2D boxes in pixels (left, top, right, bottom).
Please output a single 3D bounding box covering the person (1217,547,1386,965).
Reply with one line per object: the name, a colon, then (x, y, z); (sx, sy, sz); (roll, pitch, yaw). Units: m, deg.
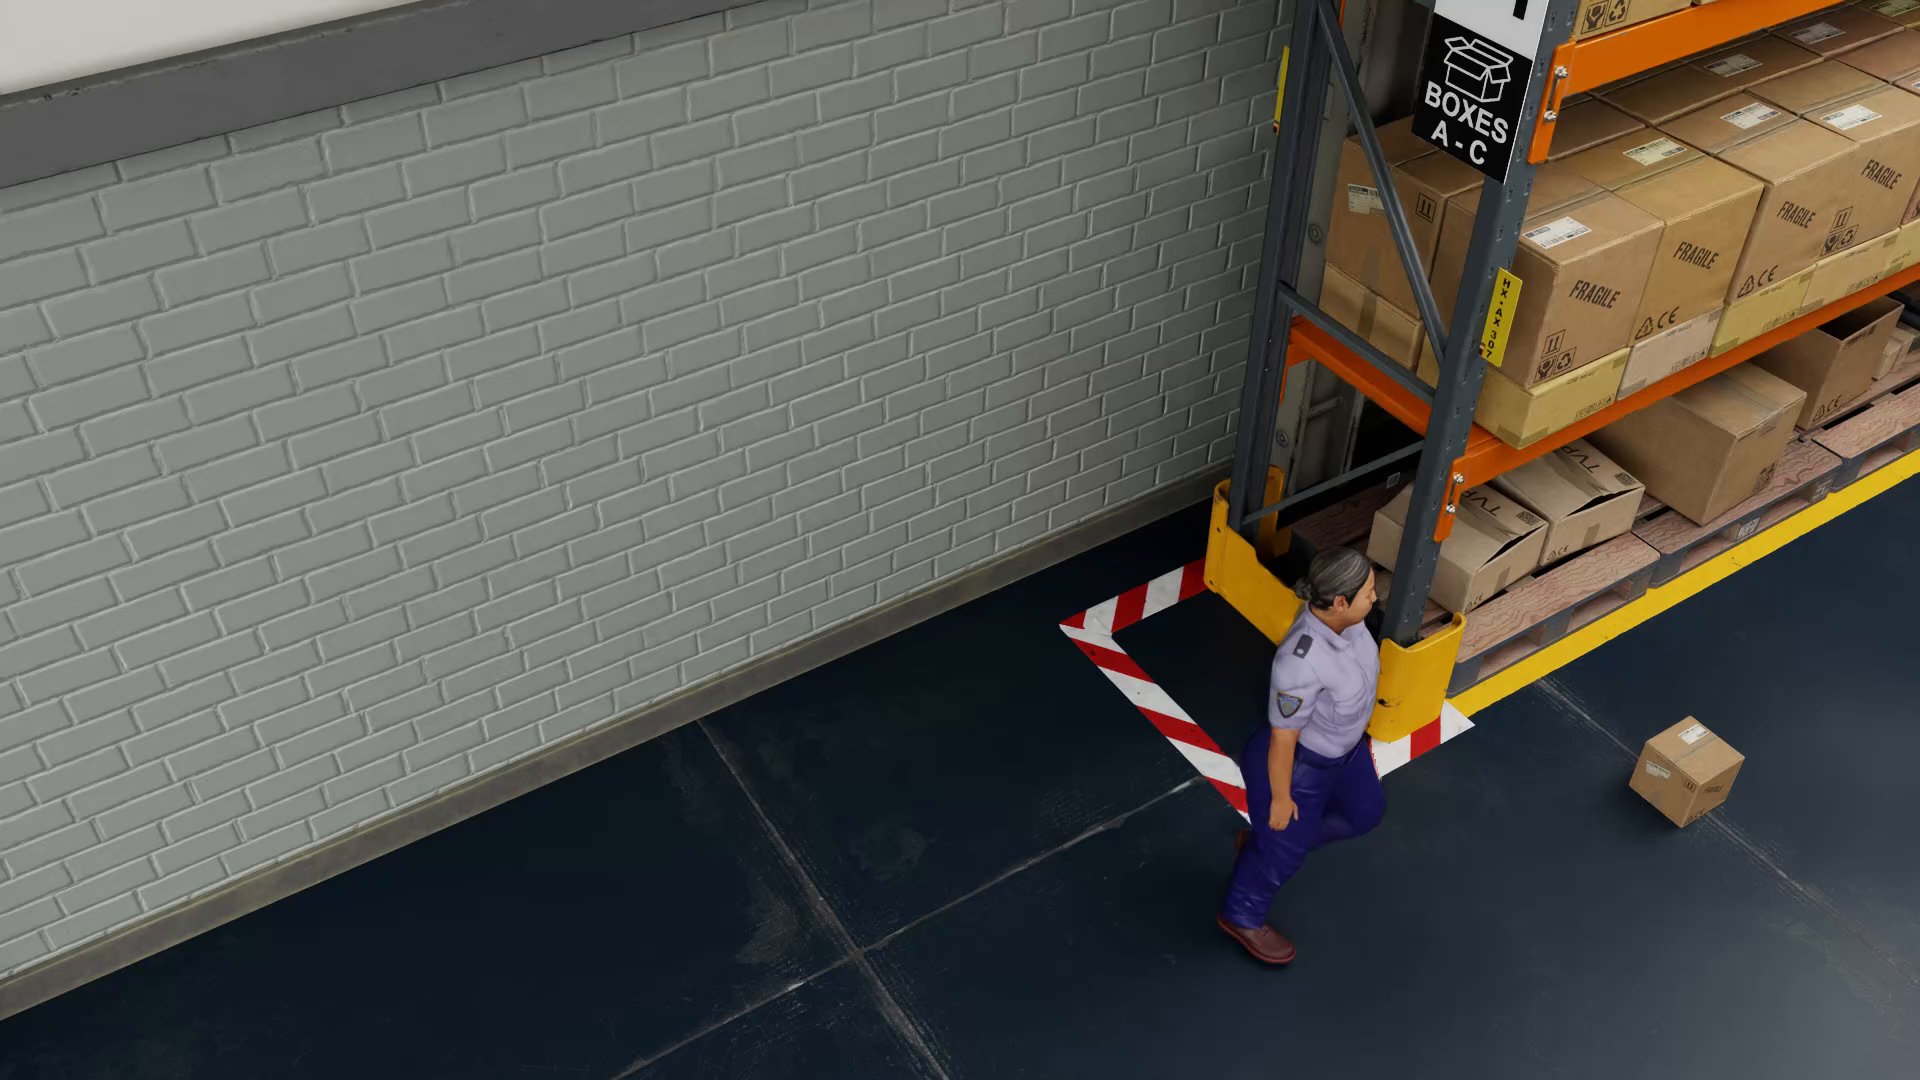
person: (1.152, 0.698, 5.342); (0.432, 1.639, 0.536); (22, 46, 24)
